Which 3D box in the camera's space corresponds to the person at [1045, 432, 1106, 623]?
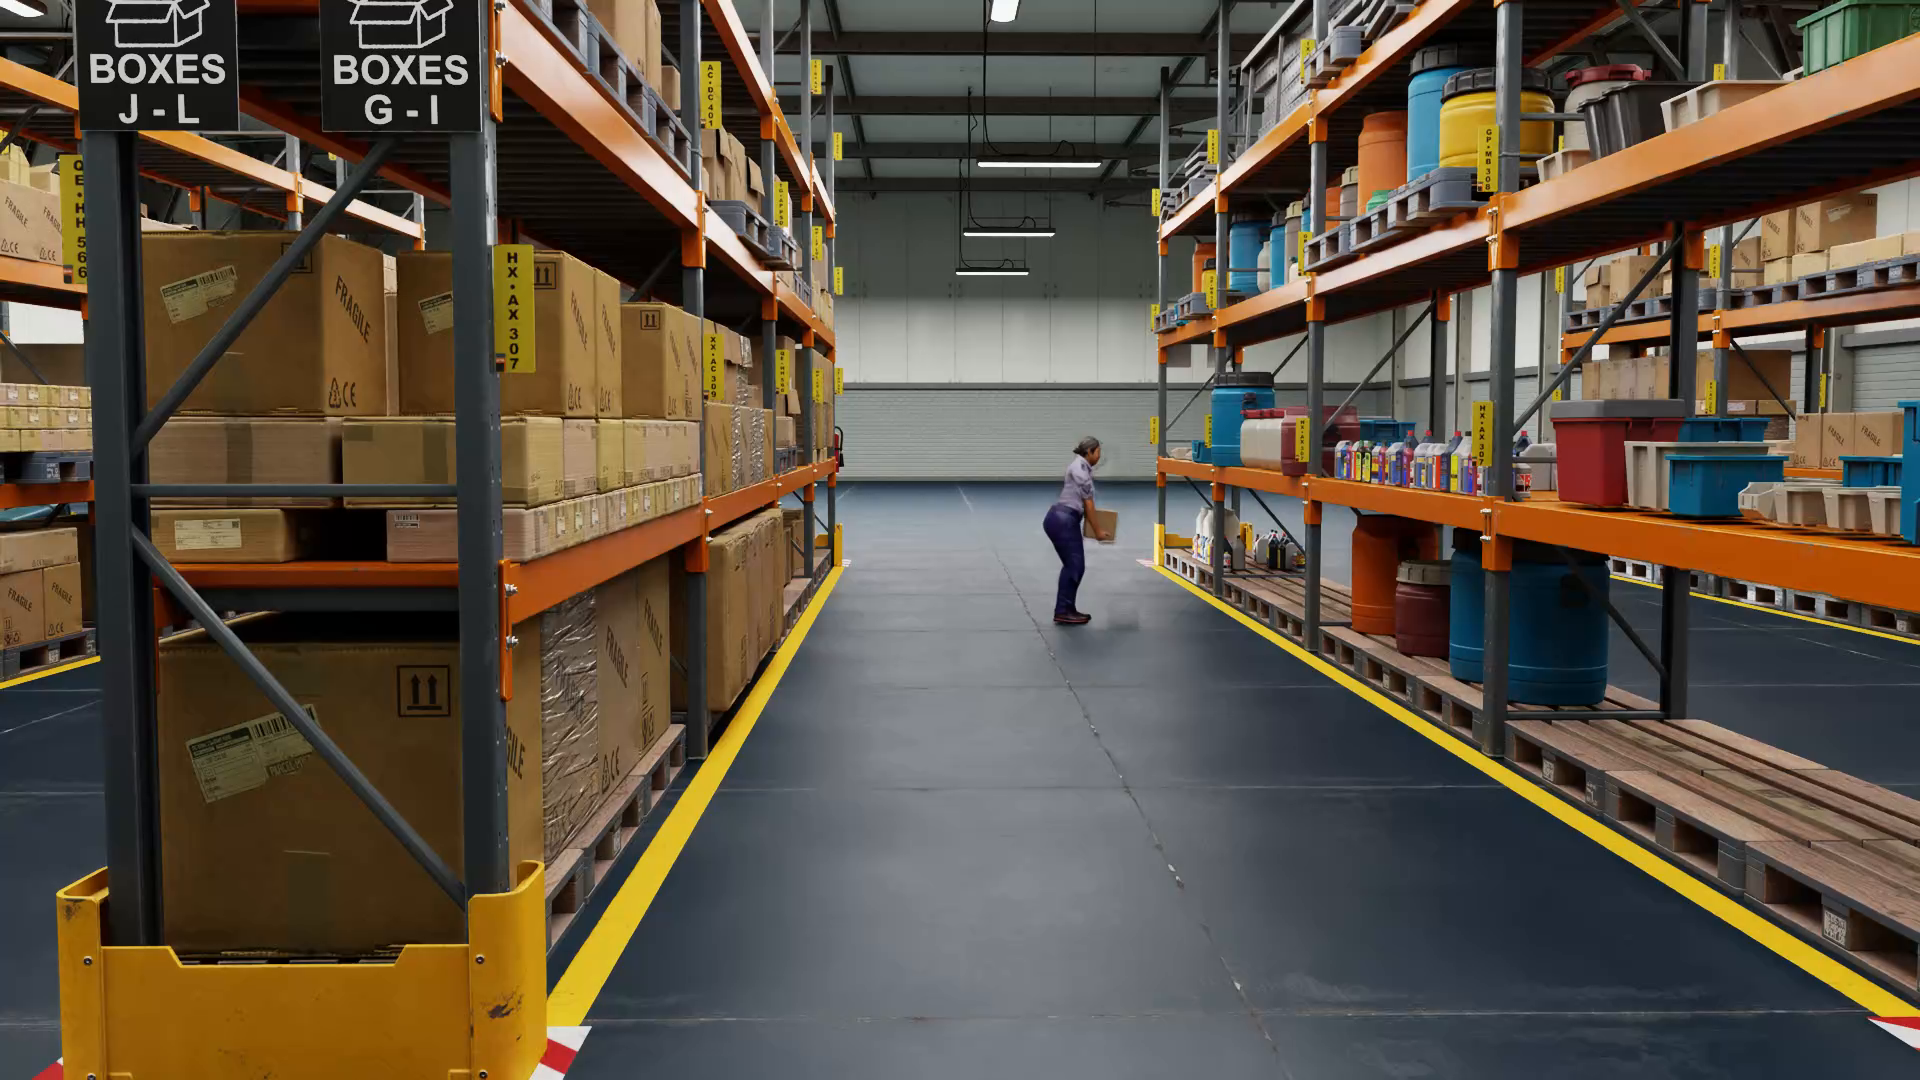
[{"bbox_3d":[0.991,-0.113,14.368,0.523,1.634,0.452,0,4,-1],"label":"person"}]
